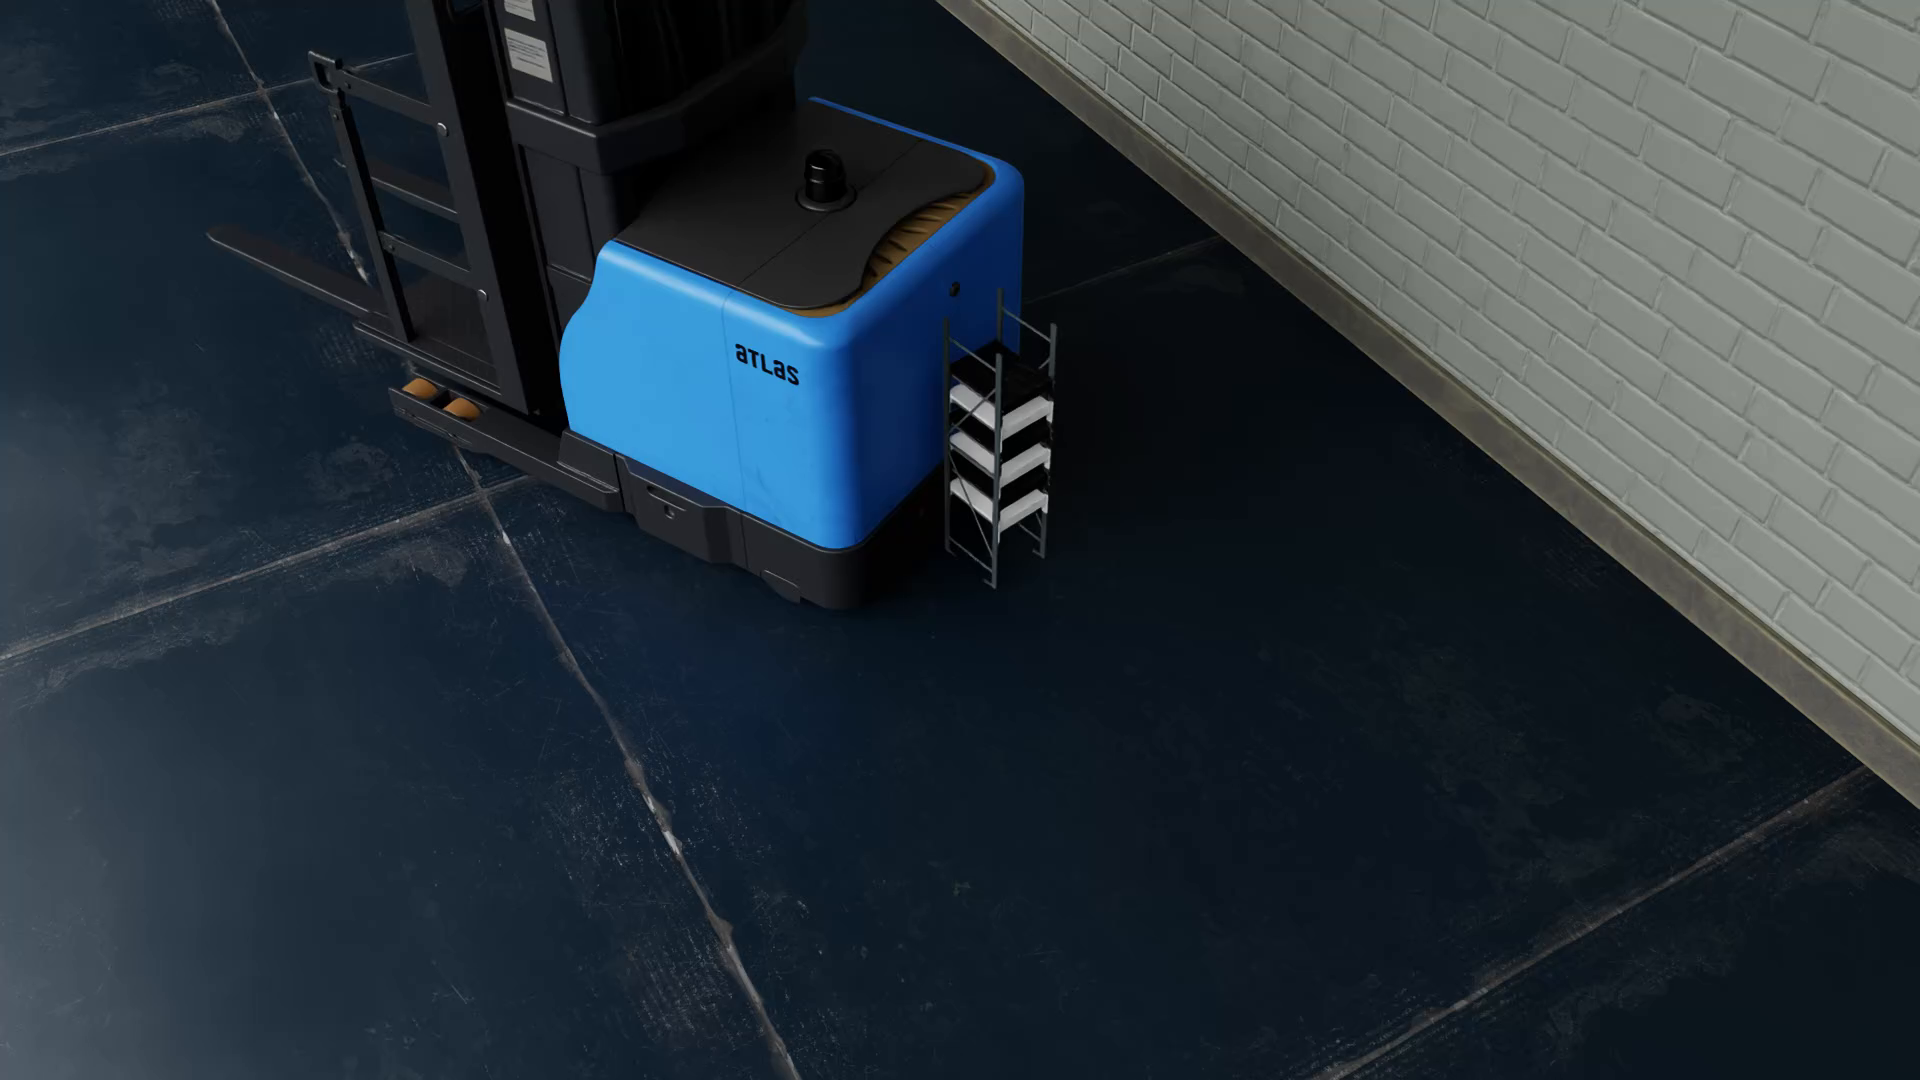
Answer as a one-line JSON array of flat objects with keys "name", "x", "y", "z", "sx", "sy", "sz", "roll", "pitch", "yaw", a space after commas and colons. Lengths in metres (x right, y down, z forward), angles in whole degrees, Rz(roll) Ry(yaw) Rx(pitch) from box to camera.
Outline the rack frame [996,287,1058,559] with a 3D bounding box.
[{"name": "rack frame", "x": 0.186, "y": -0.327, "z": 4.940, "sx": 0.006, "sy": 0.900, "sz": 0.240, "roll": -31, "pitch": 52, "yaw": -28}]

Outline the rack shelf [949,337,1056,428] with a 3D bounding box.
[{"name": "rack shelf", "x": 0.110, "y": -0.450, "z": 4.727, "sx": 0.200, "sy": 0.077, "sz": 0.258, "roll": -31, "pitch": 52, "yaw": -28}]

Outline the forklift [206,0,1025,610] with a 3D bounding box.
[{"name": "forklift", "x": -1.312, "y": -1.642, "z": 4.837, "sx": 3.031, "sy": 2.935, "sz": 1.130, "roll": 24, "pitch": 49, "yaw": 23}]

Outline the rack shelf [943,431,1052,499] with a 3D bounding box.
[{"name": "rack shelf", "x": 0.109, "y": -0.256, "z": 4.915, "sx": 0.200, "sy": 0.077, "sz": 0.258, "roll": -31, "pitch": 52, "yaw": -28}]

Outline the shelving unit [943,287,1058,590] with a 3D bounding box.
[{"name": "shelving unit", "x": 0.110, "y": -0.280, "z": 4.892, "sx": 0.210, "sy": 0.900, "sz": 0.258, "roll": -31, "pitch": 52, "yaw": -28}]

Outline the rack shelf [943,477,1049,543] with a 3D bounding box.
[{"name": "rack shelf", "x": 0.109, "y": -0.127, "z": 5.041, "sx": 0.200, "sy": 0.077, "sz": 0.258, "roll": -31, "pitch": 52, "yaw": -28}]

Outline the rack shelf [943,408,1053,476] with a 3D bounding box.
[{"name": "rack shelf", "x": 0.110, "y": -0.321, "z": 4.852, "sx": 0.200, "sy": 0.077, "sz": 0.258, "roll": -31, "pitch": 52, "yaw": -28}]

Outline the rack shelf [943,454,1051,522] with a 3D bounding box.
[{"name": "rack shelf", "x": 0.109, "y": -0.192, "z": 4.978, "sx": 0.200, "sy": 0.077, "sz": 0.258, "roll": -31, "pitch": 52, "yaw": -28}]

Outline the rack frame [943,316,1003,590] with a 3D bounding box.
[{"name": "rack frame", "x": 0.033, "y": -0.233, "z": 4.844, "sx": 0.006, "sy": 0.900, "sz": 0.240, "roll": -31, "pitch": 52, "yaw": -28}]

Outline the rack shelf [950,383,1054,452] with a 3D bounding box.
[{"name": "rack shelf", "x": 0.110, "y": -0.385, "z": 4.790, "sx": 0.200, "sy": 0.077, "sz": 0.258, "roll": -31, "pitch": 52, "yaw": -28}]
